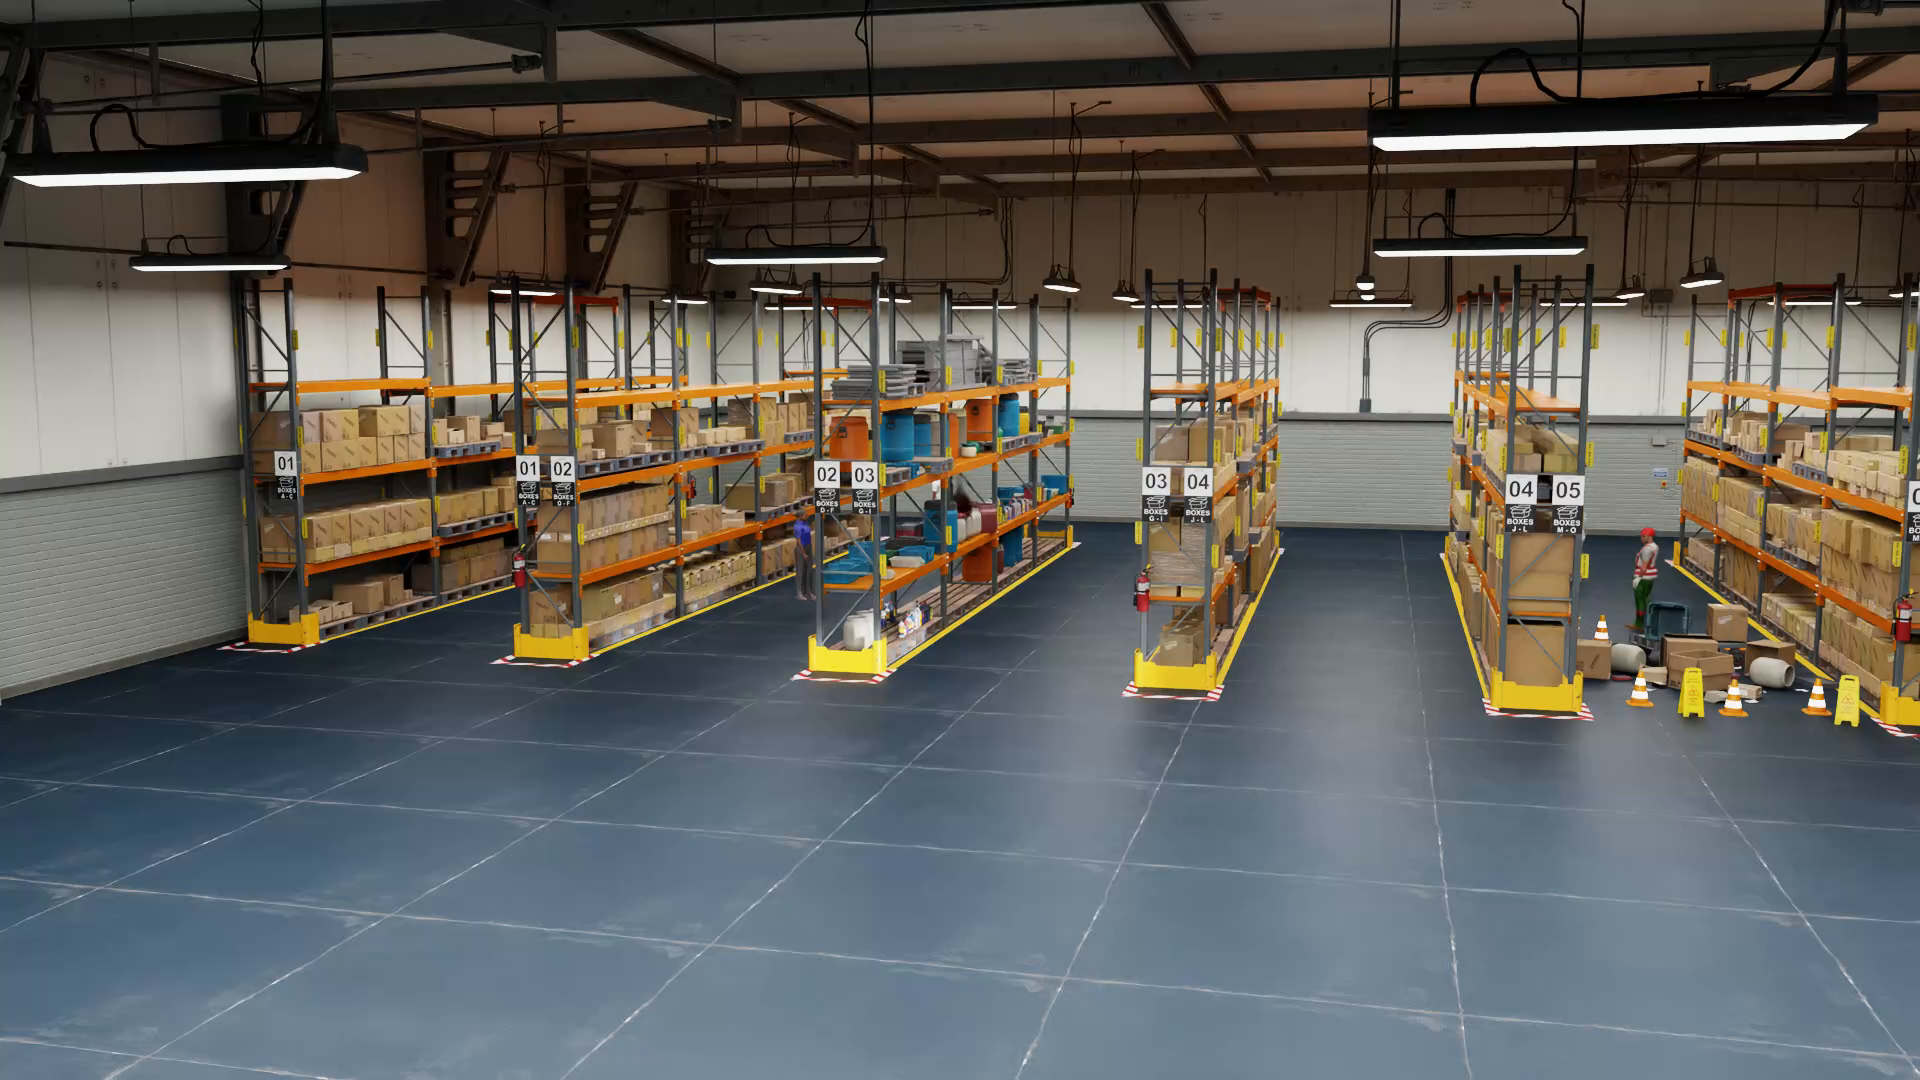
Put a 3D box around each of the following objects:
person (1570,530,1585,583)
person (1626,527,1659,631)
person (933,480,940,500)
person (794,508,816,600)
[{"bbox_3d":[12.712,-0.001,34.524,0.483,1.766,0.586,4,8,30],"label":"person"},{"bbox_3d":[11.813,0.670,28.727,0.595,1.792,0.485,-4,8,-33],"label":"person"},{"bbox_3d":[-0.481,-0.984,42.560,0.645,1.758,0.524,2,7,20],"label":"person"},{"bbox_3d":[-2.825,0.272,30.307,0.460,1.680,0.508,5,8,34],"label":"person"}]
